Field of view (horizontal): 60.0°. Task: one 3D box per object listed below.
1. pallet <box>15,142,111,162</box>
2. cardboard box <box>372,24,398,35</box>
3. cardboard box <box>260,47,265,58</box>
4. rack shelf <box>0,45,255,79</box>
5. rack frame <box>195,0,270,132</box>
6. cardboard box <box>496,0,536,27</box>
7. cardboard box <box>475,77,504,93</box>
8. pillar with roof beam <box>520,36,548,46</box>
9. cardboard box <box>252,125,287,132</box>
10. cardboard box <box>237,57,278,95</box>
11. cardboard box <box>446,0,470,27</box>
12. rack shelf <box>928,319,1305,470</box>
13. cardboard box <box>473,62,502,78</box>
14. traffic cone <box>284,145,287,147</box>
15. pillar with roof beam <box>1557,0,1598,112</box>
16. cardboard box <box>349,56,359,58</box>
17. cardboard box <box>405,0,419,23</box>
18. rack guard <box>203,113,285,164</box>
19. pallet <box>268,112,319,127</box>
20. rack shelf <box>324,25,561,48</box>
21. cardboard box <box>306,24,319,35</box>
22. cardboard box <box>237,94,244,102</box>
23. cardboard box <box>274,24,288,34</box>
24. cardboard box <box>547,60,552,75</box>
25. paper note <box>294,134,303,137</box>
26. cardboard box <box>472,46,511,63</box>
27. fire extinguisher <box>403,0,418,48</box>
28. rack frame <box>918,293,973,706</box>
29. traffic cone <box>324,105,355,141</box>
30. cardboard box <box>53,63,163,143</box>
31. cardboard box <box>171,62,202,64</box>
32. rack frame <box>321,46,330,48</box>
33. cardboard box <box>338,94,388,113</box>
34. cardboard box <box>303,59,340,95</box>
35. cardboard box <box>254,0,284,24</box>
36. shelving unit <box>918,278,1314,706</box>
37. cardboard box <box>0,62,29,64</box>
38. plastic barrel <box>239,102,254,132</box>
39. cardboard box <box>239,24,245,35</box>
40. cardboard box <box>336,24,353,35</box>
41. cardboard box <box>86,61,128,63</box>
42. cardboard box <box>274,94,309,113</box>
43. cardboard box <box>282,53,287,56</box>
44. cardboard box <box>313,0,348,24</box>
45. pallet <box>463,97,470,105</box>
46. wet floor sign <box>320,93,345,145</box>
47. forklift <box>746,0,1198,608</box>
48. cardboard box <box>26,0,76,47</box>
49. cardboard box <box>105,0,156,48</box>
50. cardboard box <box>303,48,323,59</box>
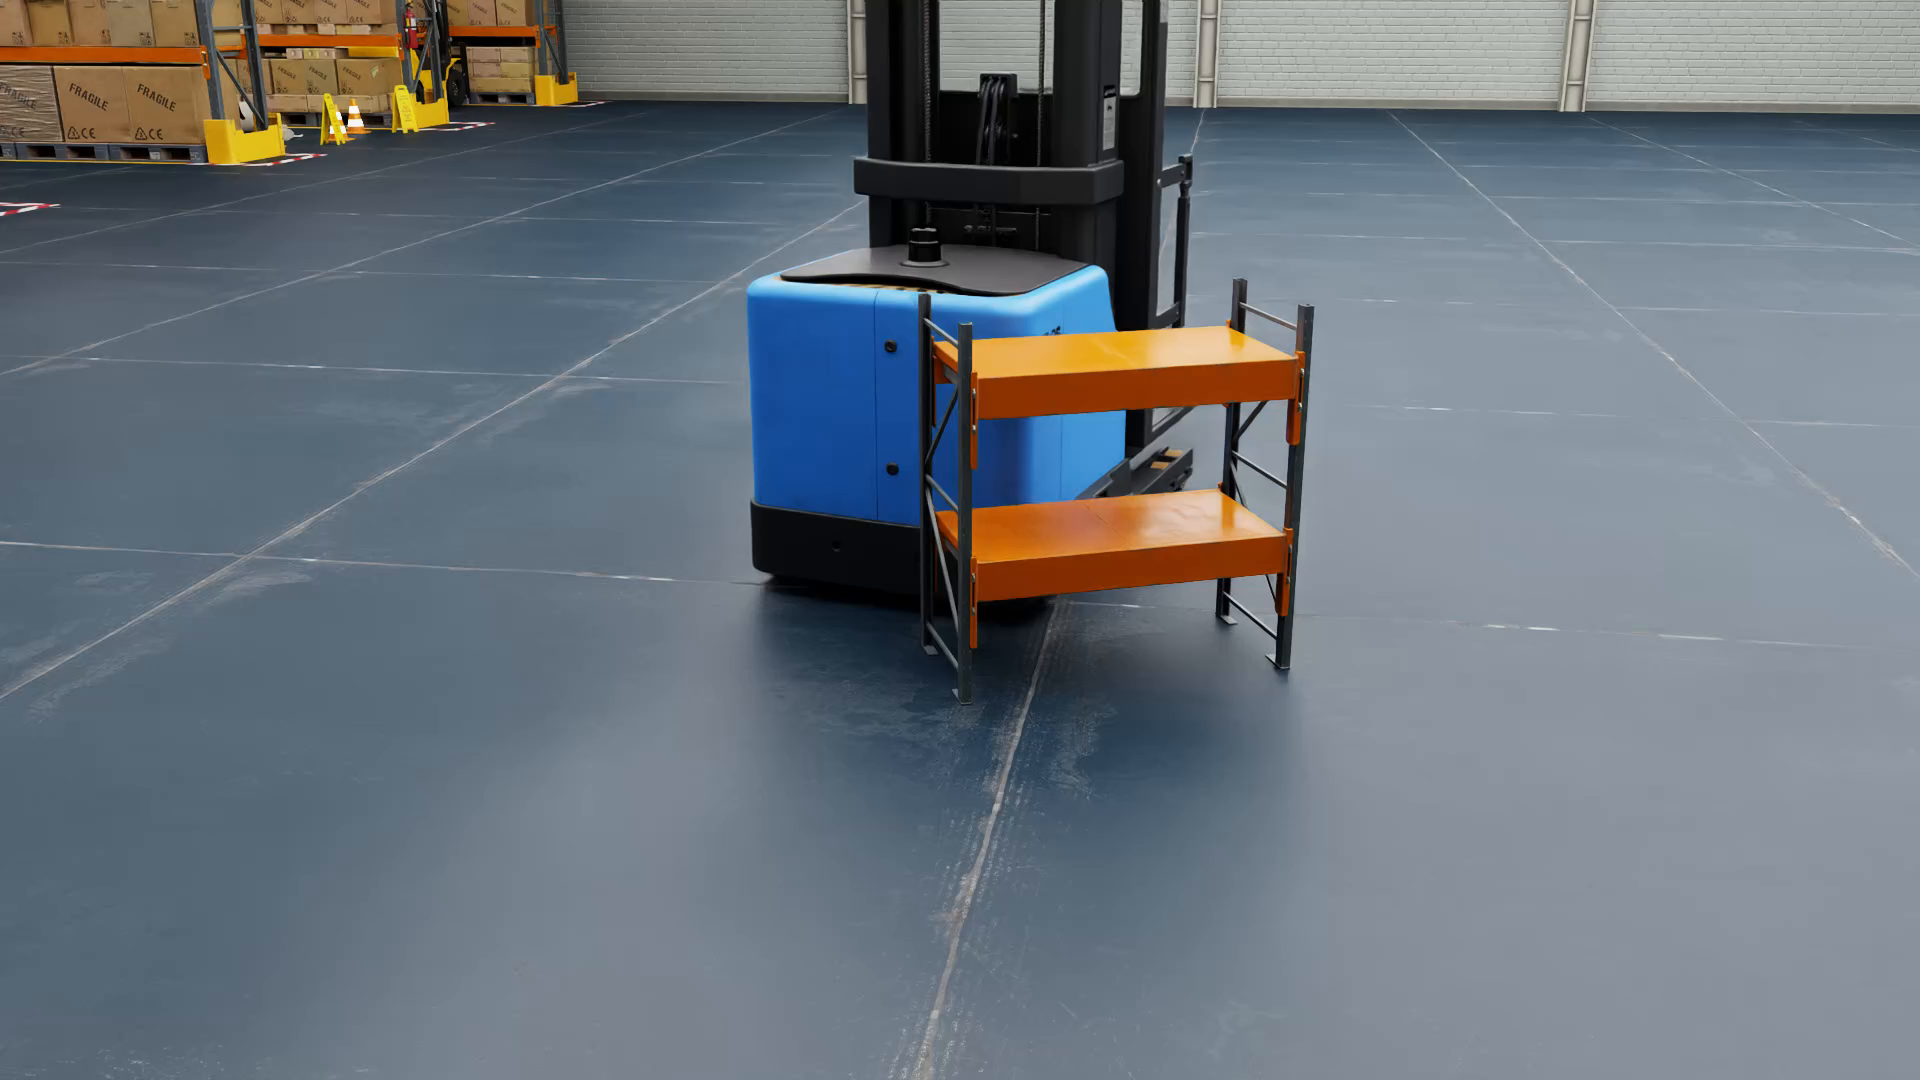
[{"bbox_3d":[-10.586,-4.760,20.197,1.213,0.211,1.003,3,19,9],"label":"pallet"},{"bbox_3d":[-8.301,-7.393,24.068,0.250,0.149,0.380,4,19,10],"label":"cardboard box"},{"bbox_3d":[-10.419,-7.143,24.392,0.250,0.149,0.380,4,19,12],"label":"cardboard box"},{"bbox_3d":[-10.558,-5.764,19.937,4.000,0.370,1.077,3,19,9],"label":"rack shelf"},{"bbox_3d":[-8.583,-6.005,19.522,0.127,3.000,1.000,3,19,9],"label":"rack frame"},{"bbox_3d":[-7.642,-9.106,28.633,0.500,0.500,0.500,3,19,7],"label":"cardboard box"},{"bbox_3d":[-8.118,-7.964,29.049,0.500,0.250,0.500,3,19,9],"label":"cardboard box"},{"bbox_3d":[-8.341,-10.930,24.786,0.400,9.000,9.100,3,19,9],"label":"pillar with roof beam"},{"bbox_3d":[-9.512,-5.642,22.930,0.250,0.149,0.380,14,23,37],"label":"cardboard box"},{"bbox_3d":[-10.265,-6.849,24.534,0.500,0.500,0.500,4,19,12],"label":"cardboard box"},{"bbox_3d":[-8.658,-9.160,28.796,0.500,0.500,0.500,3,19,8],"label":"cardboard box"},{"bbox_3d":[0.445,-0.447,4.944,1.000,0.278,0.538,-5,19,-14],"label":"rack shelf"},{"bbox_3d":[-8.138,-8.203,28.977,0.500,0.250,0.500,3,19,8],"label":"cardboard box"},{"bbox_3d":[-8.882,-5.273,21.334,0.334,0.463,0.336,3,19,9],"label":"traffic cone"},{"bbox_3d":[9.431,-10.024,22.079,0.400,9.000,9.100,3,19,9],"label":"pillar with roof beam"},{"bbox_3d":[-9.191,-6.965,24.881,0.500,0.500,0.500,2,19,7],"label":"cardboard box"},{"bbox_3d":[-8.321,-7.860,24.440,0.500,0.500,0.500,3,19,8],"label":"cardboard box"},{"bbox_3d":[-8.559,-4.818,19.915,0.348,0.500,1.175,3,19,9],"label":"rack guard"},{"bbox_3d":[-9.970,-6.356,24.967,1.213,0.211,1.003,3,19,9],"label":"pallet"},{"bbox_3d":[-9.089,-8.875,29.235,4.000,0.370,1.077,3,19,9],"label":"rack shelf"},{"bbox_3d":[-9.308,-7.451,24.241,0.250,0.149,0.380,3,19,9],"label":"cardboard box"},{"bbox_3d":[-10.779,-6.520,24.732,0.500,0.250,0.500,4,19,12],"label":"cardboard box"},{"bbox_3d":[-9.807,-7.476,24.316,0.250,0.149,0.380,3,19,9],"label":"cardboard box"},{"bbox_3d":[-7.545,-8.337,29.376,0.500,0.250,0.500,3,19,10],"label":"cardboard box"},{"bbox_3d":[-9.147,-5.577,22.922,0.142,0.019,0.148,-3,19,-10],"label":"paper note"},{"bbox_3d":[-8.123,-8.435,28.880,0.500,0.250,0.500,3,19,10],"label":"cardboard box"},{"bbox_3d":[-7.858,-7.374,23.736,0.183,0.674,0.296,3,19,9],"label":"fire extinguisher"},{"bbox_3d":[-0.046,-0.127,4.910,0.032,1.125,0.500,-5,19,-14],"label":"rack frame"},{"bbox_3d":[-8.367,-5.610,22.341,0.334,0.463,0.336,3,19,9],"label":"traffic cone"},{"bbox_3d":[-10.132,-5.253,19.963,0.875,0.875,0.875,3,19,8],"label":"cardboard box"},{"bbox_3d":[-11.307,-6.898,24.683,0.500,0.500,0.500,4,19,11],"label":"cardboard box"},{"bbox_3d":[-11.063,-9.317,29.422,0.127,3.000,1.000,3,19,9],"label":"rack frame"},{"bbox_3d":[-8.762,-6.413,24.415,0.500,0.250,0.500,3,19,8],"label":"cardboard box"},{"bbox_3d":[-9.246,-6.795,24.375,0.500,0.500,0.500,4,19,11],"label":"cardboard box"},{"bbox_3d":[-9.962,-7.774,24.185,0.500,0.500,0.500,3,19,9],"label":"cardboard box"},{"bbox_3d":[0.445,-0.169,5.036,1.048,1.125,0.538,-5,19,-14],"label":"shelving unit"},{"bbox_3d":[-11.923,-5.344,20.234,0.875,0.875,0.875,3,19,9],"label":"cardboard box"},{"bbox_3d":[-10.177,-5.969,23.474,0.512,0.421,0.421,-15,24,-38],"label":"plastic barrel"},{"bbox_3d":[-10.325,-7.459,24.265,0.250,0.149,0.380,3,19,9],"label":"cardboard box"},{"bbox_3d":[-8.818,-7.391,24.061,0.250,0.149,0.380,3,19,8],"label":"cardboard box"},{"bbox_3d":[-15.464,-8.486,30.216,0.500,0.500,0.500,3,19,10],"label":"cardboard box"},{"bbox_3d":[-9.766,-6.465,24.570,0.500,0.250,0.500,2,19,7],"label":"cardboard box"},{"bbox_3d":[-11.580,-8.413,29.800,0.625,0.625,0.875,4,19,11],"label":"cardboard box"},{"bbox_3d":[-8.971,-7.717,24.012,0.500,0.500,0.500,3,19,9],"label":"cardboard box"},{"bbox_3d":[-9.077,-7.881,29.524,1.213,0.211,1.003,3,19,9],"label":"pallet"},{"bbox_3d":[-8.240,-5.507,21.745,0.232,0.644,0.267,0,19,-1],"label":"wet floor sign"},{"bbox_3d":[0.328,-1.594,6.448,1.130,2.935,3.031,8,20,22],"label":"forklift"},{"bbox_3d":[-10.566,-6.182,19.817,0.500,0.550,0.875,3,19,9],"label":"cardboard box"},{"bbox_3d":[-9.503,-6.101,19.574,0.550,0.550,0.875,3,19,9],"label":"cardboard box"},{"bbox_3d":[-9.351,-7.089,24.229,0.250,0.149,0.380,3,19,10],"label":"cardboard box"}]
